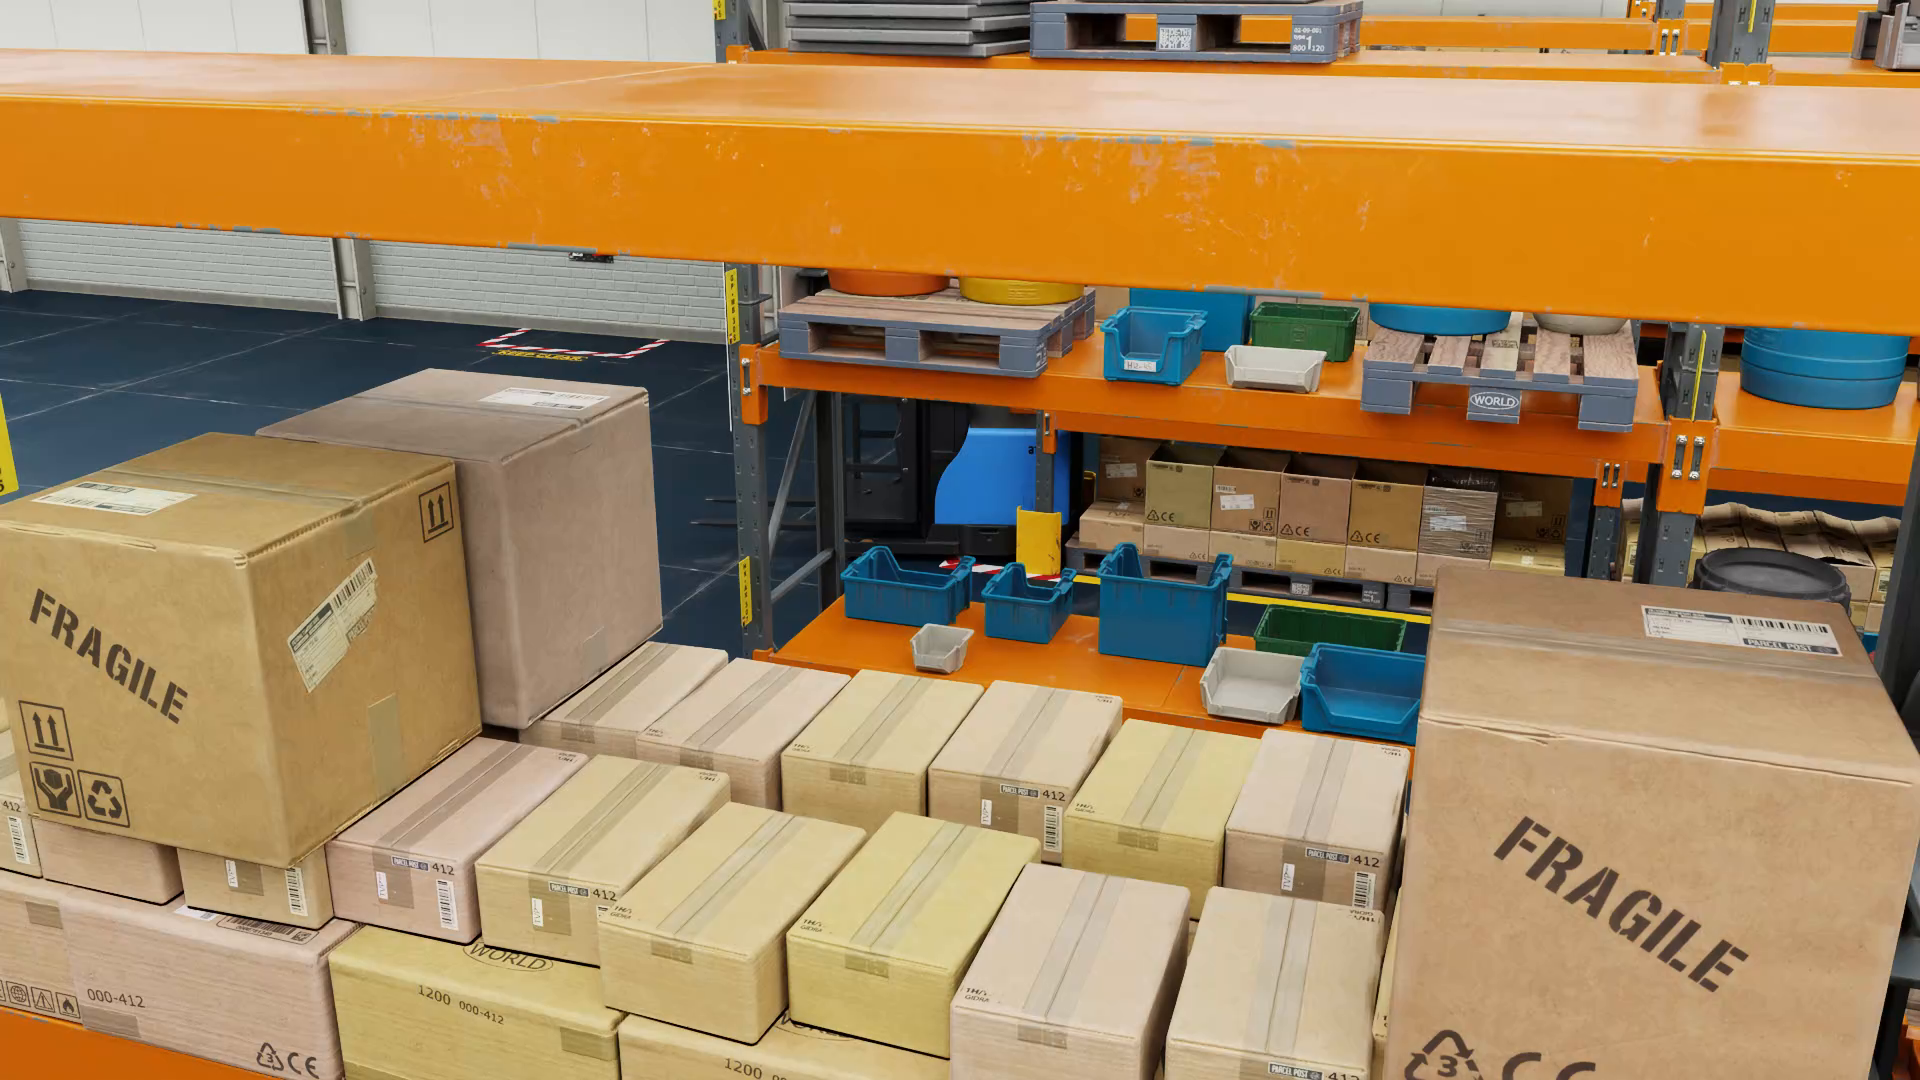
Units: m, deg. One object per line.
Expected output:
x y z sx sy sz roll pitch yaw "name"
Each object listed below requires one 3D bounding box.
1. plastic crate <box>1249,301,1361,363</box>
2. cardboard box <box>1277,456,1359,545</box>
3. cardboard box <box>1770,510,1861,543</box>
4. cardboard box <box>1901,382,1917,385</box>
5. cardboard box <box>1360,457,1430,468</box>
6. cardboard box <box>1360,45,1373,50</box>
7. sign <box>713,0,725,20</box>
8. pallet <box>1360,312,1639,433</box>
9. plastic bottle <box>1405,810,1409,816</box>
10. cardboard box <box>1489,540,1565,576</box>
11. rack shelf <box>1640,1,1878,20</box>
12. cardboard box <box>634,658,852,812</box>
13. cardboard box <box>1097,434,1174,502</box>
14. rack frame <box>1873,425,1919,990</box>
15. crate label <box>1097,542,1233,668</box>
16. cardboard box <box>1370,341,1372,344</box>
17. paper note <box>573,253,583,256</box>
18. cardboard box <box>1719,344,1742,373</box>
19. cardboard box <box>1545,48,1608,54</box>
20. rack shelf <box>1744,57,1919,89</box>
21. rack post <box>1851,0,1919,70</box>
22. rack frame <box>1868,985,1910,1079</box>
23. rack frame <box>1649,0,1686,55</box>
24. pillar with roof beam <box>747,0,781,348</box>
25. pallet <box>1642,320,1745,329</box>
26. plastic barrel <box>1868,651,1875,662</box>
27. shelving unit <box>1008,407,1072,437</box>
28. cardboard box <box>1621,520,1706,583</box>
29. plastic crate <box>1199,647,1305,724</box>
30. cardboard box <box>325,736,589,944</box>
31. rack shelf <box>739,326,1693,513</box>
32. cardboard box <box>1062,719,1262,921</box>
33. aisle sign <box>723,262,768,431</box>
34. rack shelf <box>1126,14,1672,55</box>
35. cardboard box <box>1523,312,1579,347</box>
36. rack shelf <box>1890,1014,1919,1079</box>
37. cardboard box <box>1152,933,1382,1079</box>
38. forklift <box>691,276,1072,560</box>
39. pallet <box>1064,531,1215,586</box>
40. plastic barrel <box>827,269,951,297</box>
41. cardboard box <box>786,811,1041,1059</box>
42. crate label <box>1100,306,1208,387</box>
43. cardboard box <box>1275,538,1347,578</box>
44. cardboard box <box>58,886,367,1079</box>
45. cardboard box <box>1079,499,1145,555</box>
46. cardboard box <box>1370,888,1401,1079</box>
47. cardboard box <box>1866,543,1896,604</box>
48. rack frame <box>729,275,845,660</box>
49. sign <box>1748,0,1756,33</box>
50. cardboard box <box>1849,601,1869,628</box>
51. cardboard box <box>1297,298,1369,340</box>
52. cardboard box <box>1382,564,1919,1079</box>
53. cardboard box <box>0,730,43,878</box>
1.544 -0.933 7.461 0.450 0.188 0.336 7 20 18 "plastic crate"
2.646 -0.298 12.273 0.500 0.500 0.500 7 20 18 "cardboard box"
6.015 -0.003 11.714 0.500 0.311 0.500 6 20 18 "cardboard box"
6.265 -0.750 11.017 0.500 0.500 0.500 7 20 18 "cardboard box"
3.294 -0.411 12.598 0.500 0.500 0.500 7 20 18 "cardboard box"
3.647 -4.580 15.901 0.500 0.500 0.500 7 20 20 "cardboard box"
-1.018 -2.357 6.985 0.005 0.325 0.100 7 20 18 "sign"
2.232 -0.736 6.862 1.003 0.211 1.213 7 20 18 "pallet"
2.141 1.445 8.230 0.185 0.351 0.144 6 20 16 "plastic bottle"
4.065 0.217 11.937 0.500 0.250 0.500 7 20 18 "cardboard box"
8.086 -4.530 14.602 4.000 0.370 1.077 7 20 18 "rack shelf"
-0.385 0.367 3.031 0.250 0.149 0.380 7 20 19 "cardboard box"
1.400 -0.622 13.204 0.500 0.500 0.500 7 20 18 "cardboard box"
1.320 -0.654 1.782 0.127 3.000 1.000 7 20 18 "rack frame"
0.994 0.304 8.092 0.616 0.435 0.502 7 20 18 "crate label"
3.048 -1.355 11.770 0.250 0.149 0.380 7 20 20 "cardboard box"
-4.771 -3.619 20.739 0.142 0.148 0.016 7 20 18 "paper note"
7.314 -1.703 15.894 0.500 0.250 0.500 6 20 17 "cardboard box"
5.634 -4.357 15.260 0.500 0.500 0.500 5 20 13 "cardboard box"
4.835 -1.450 5.765 4.000 0.370 1.077 7 20 18 "rack shelf"
4.834 -2.103 5.634 3.121 1.000 1.013 7 20 18 "rack post"
1.320 2.178 2.770 0.127 3.000 1.000 7 20 18 "rack frame"
4.574 -3.734 10.617 0.127 3.000 1.000 7 20 18 "rack frame"
-3.717 -5.210 14.851 0.400 9.000 9.100 7 20 18 "pillar with roof beam"
6.871 -2.224 15.690 1.213 0.211 1.003 7 20 18 "pallet"
3.777 0.746 6.673 0.433 0.535 0.433 0 19 0 "plastic barrel"
0.638 -0.883 13.307 0.503 2.100 0.431 10 22 6 "shelving unit"
4.883 0.056 11.546 0.500 0.311 0.500 7 20 18 "cardboard box"
1.328 0.666 7.508 0.437 0.136 0.530 7 20 18 "plastic crate"
-0.806 0.478 2.714 0.250 0.149 0.380 6 20 17 "cardboard box"
1.056 -0.654 7.432 4.000 0.370 1.077 7 20 18 "rack shelf"
0.345 0.457 2.773 0.250 0.149 0.380 7 20 20 "cardboard box"
-0.997 -0.938 7.760 0.004 0.787 0.394 7 20 18 "aisle sign"
2.685 -3.422 11.421 4.000 0.370 1.077 7 20 18 "rack shelf"
4.153 -1.607 11.507 0.500 0.500 0.700 7 20 18 "cardboard box"
3.209 1.318 1.775 4.000 0.370 1.077 7 20 18 "rack shelf"
0.314 0.805 2.380 0.500 0.250 0.500 7 20 19 "cardboard box"
-0.623 -1.395 13.124 3.031 2.935 1.130 1 19 3 "forklift"
1.532 0.053 13.104 1.213 0.211 1.003 7 20 18 "pallet"
-0.332 -1.598 7.756 0.708 0.830 0.600 7 20 18 "plastic barrel"
-0.058 0.569 2.451 0.250 0.149 0.380 7 21 20 "cardboard box"
0.827 -0.835 7.083 0.408 0.251 0.502 7 20 18 "crate label"
2.646 0.056 12.397 0.500 0.250 0.500 7 20 18 "cardboard box"
-1.132 0.642 2.849 0.500 0.250 0.500 6 20 18 "cardboard box"
1.230 -0.106 12.863 0.500 0.250 0.500 7 20 18 "cardboard box"
0.696 0.642 2.242 0.250 0.149 0.380 7 20 19 "cardboard box"
6.336 0.222 11.071 0.500 0.311 0.500 7 20 20 "cardboard box"
-0.833 0.206 8.427 0.127 3.000 1.000 7 20 18 "rack frame"
2.754 -1.926 5.747 0.005 0.325 0.100 7 20 18 "sign"
5.847 0.430 11.325 0.500 0.250 0.500 6 20 16 "cardboard box"
2.731 -1.770 11.973 0.500 0.500 0.700 7 20 18 "cardboard box"
0.811 0.369 2.040 0.500 0.500 0.500 6 20 16 "cardboard box"
-1.548 0.413 2.900 0.250 0.149 0.380 7 21 20 "cardboard box"
